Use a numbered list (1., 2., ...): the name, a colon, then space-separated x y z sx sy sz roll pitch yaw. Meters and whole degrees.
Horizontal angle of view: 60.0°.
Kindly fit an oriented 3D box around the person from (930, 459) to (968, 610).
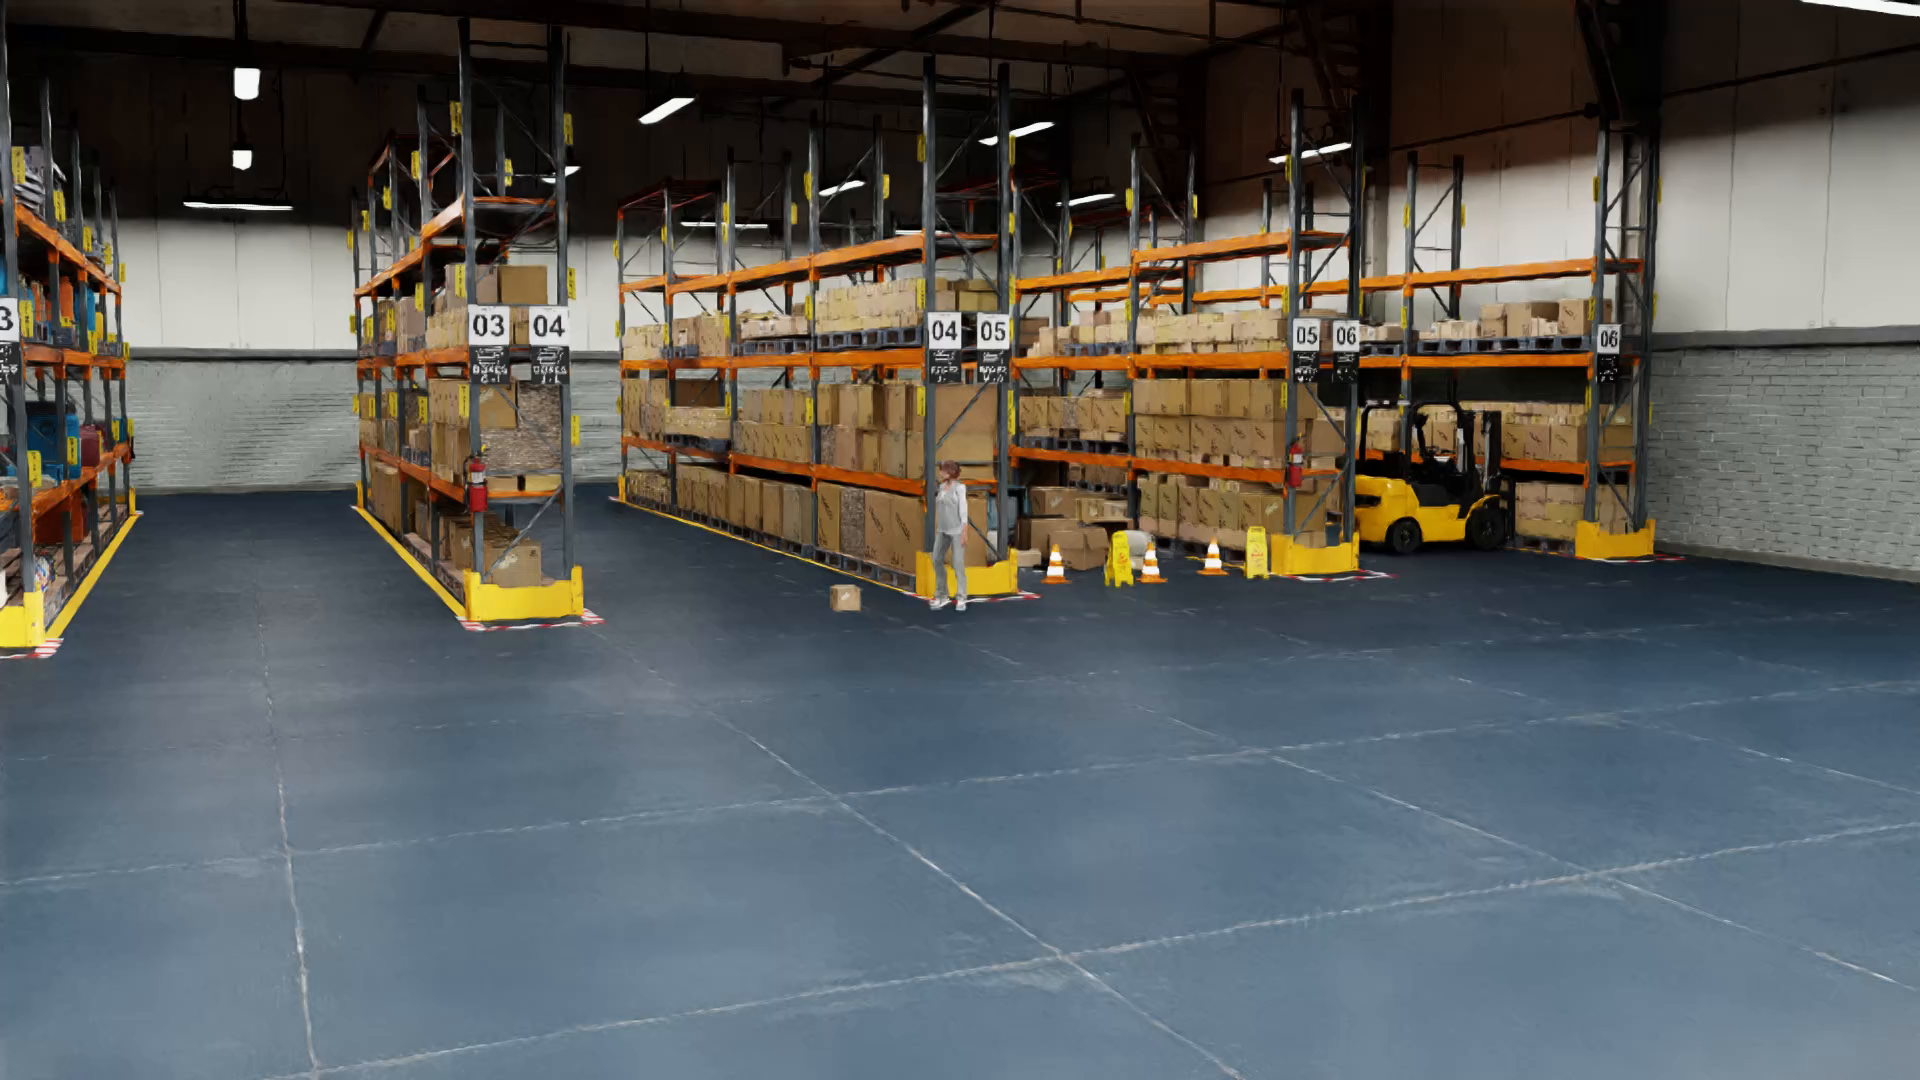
1. person: -0.084 -0.053 17.753 0.318 1.627 0.492 -5 7 -40
